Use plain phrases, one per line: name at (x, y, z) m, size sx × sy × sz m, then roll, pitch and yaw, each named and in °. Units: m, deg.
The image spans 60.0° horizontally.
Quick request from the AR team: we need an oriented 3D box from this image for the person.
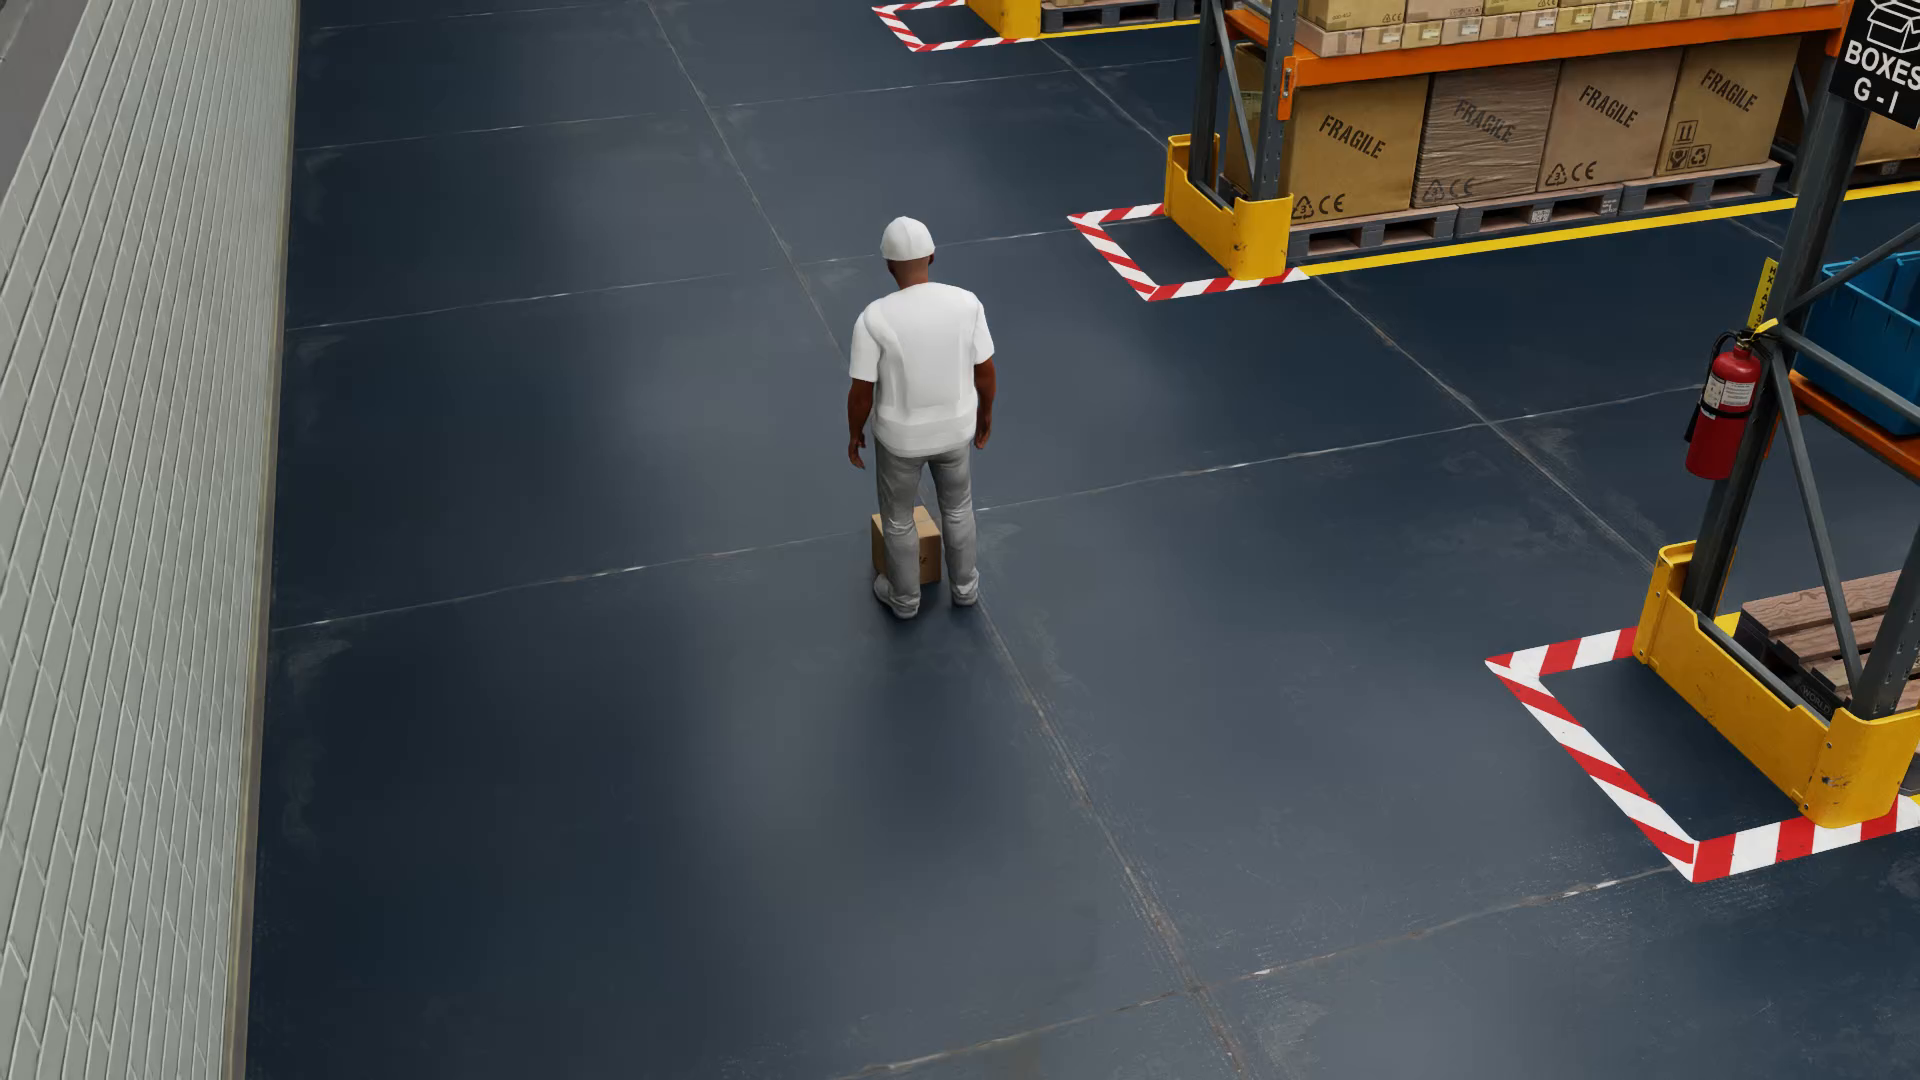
person at (-0.162, -0.476, 6.838) m, size 0.631 × 1.760 × 0.463 m, roll -10°, pitch 35°, yaw -15°
